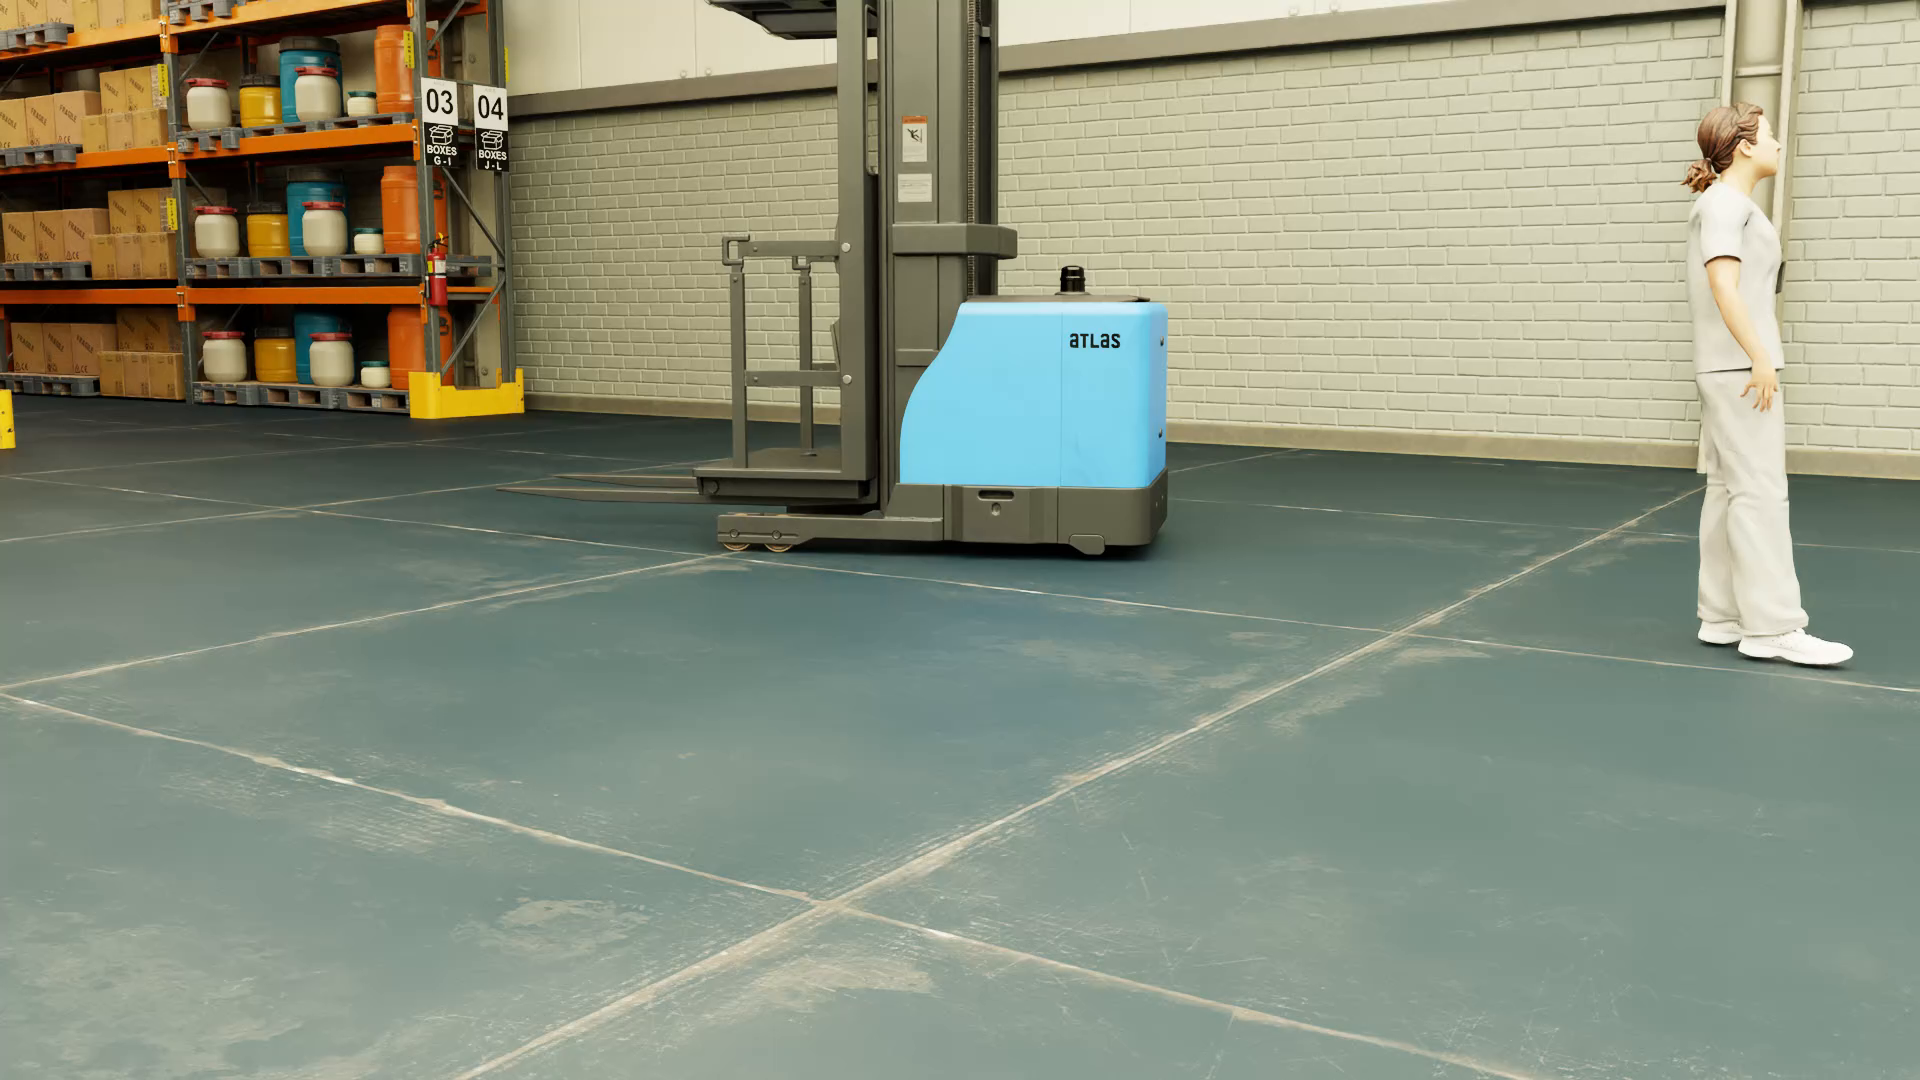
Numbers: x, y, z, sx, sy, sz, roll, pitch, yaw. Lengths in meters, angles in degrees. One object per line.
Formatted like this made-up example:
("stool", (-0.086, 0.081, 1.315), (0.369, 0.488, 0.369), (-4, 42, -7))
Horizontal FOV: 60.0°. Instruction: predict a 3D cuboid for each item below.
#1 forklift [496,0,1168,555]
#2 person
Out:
("forklift", (-0.596, -1.469, 7.520), (3.031, 2.935, 1.130), (2, 8, 12))
("person", (2.472, -0.499, 5.112), (0.548, 1.673, 0.550), (3, 9, 23))
